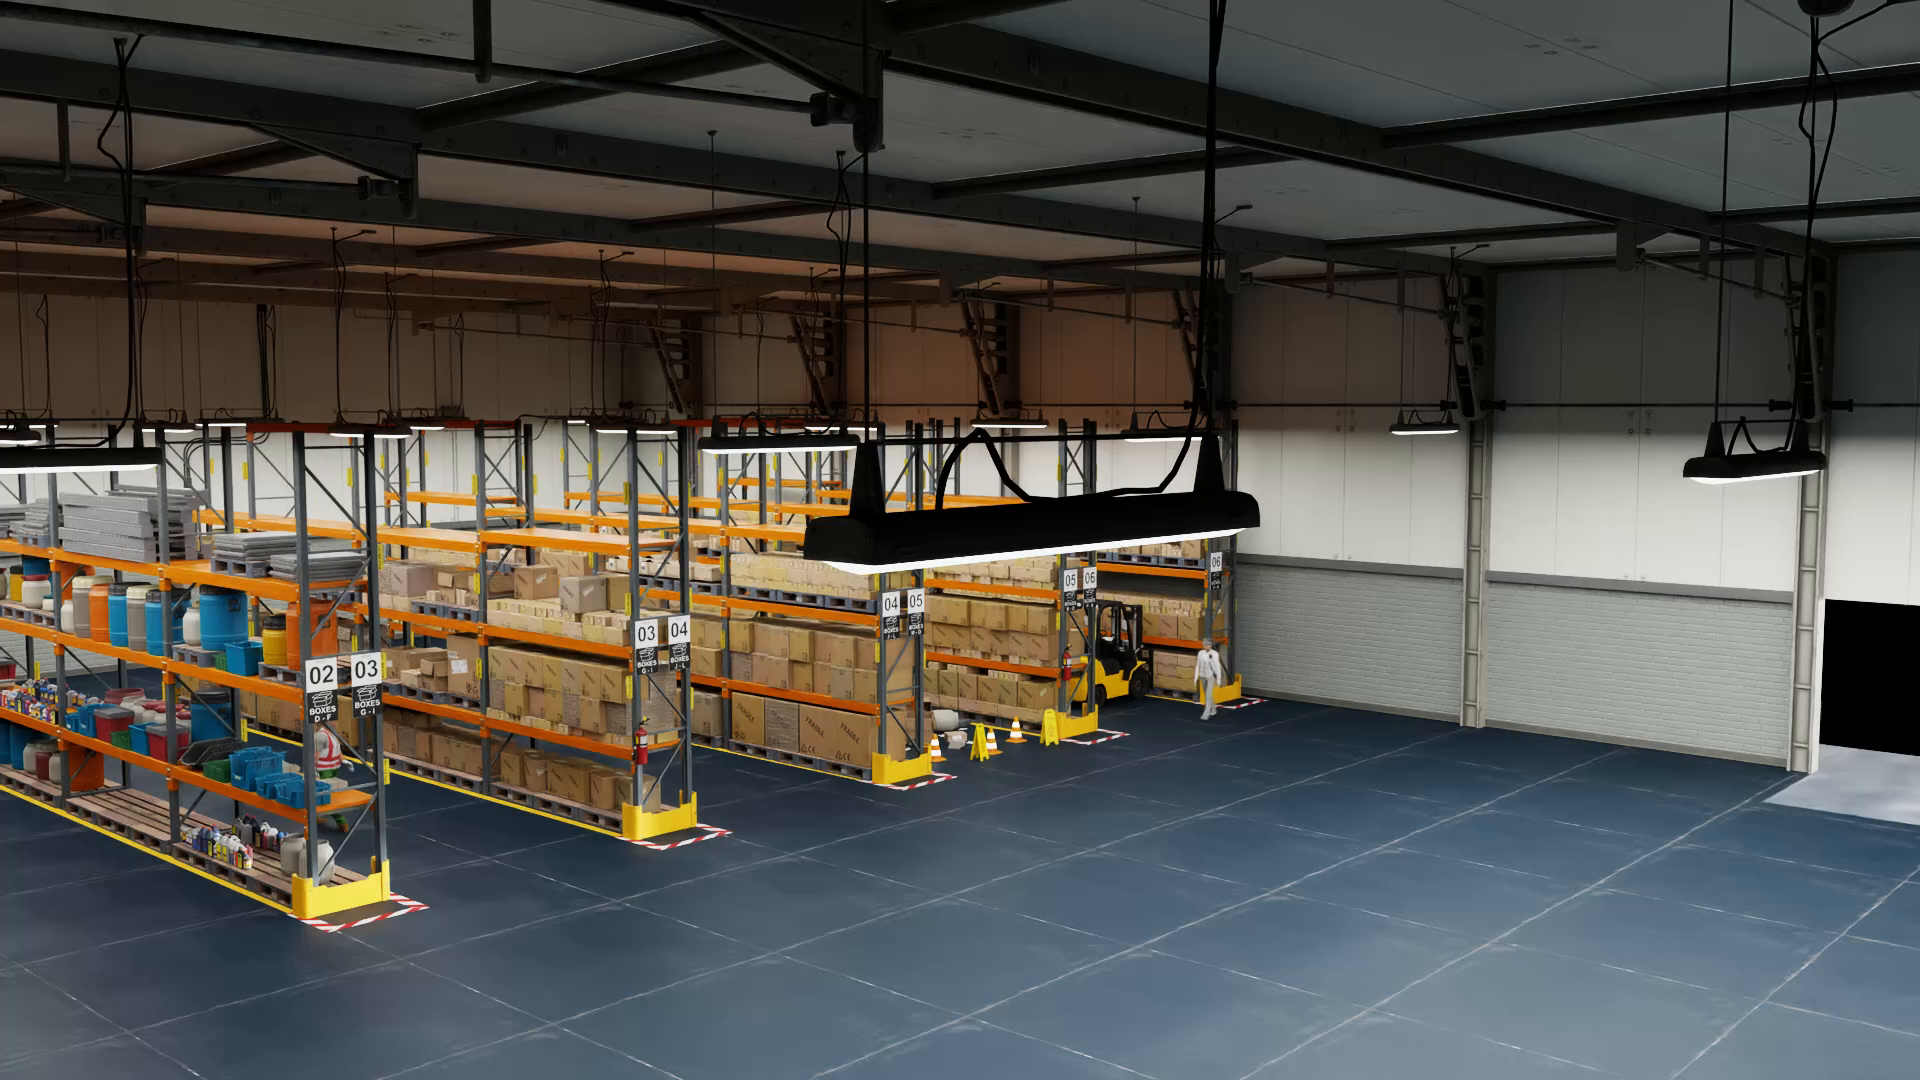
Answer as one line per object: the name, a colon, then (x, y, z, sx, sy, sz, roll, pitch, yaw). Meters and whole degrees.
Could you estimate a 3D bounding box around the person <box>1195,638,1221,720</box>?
person: (4.979, 2.778, 33.501, 0.840, 1.642, 0.486, -5, 7, -44)

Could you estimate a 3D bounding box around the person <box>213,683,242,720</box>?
person: (-12.556, 3.162, 28.561, 0.752, 1.721, 0.569, 3, 6, 34)

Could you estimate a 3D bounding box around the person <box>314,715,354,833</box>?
person: (-9.356, 3.413, 24.785, 0.965, 1.765, 0.690, 2, 5, 18)
